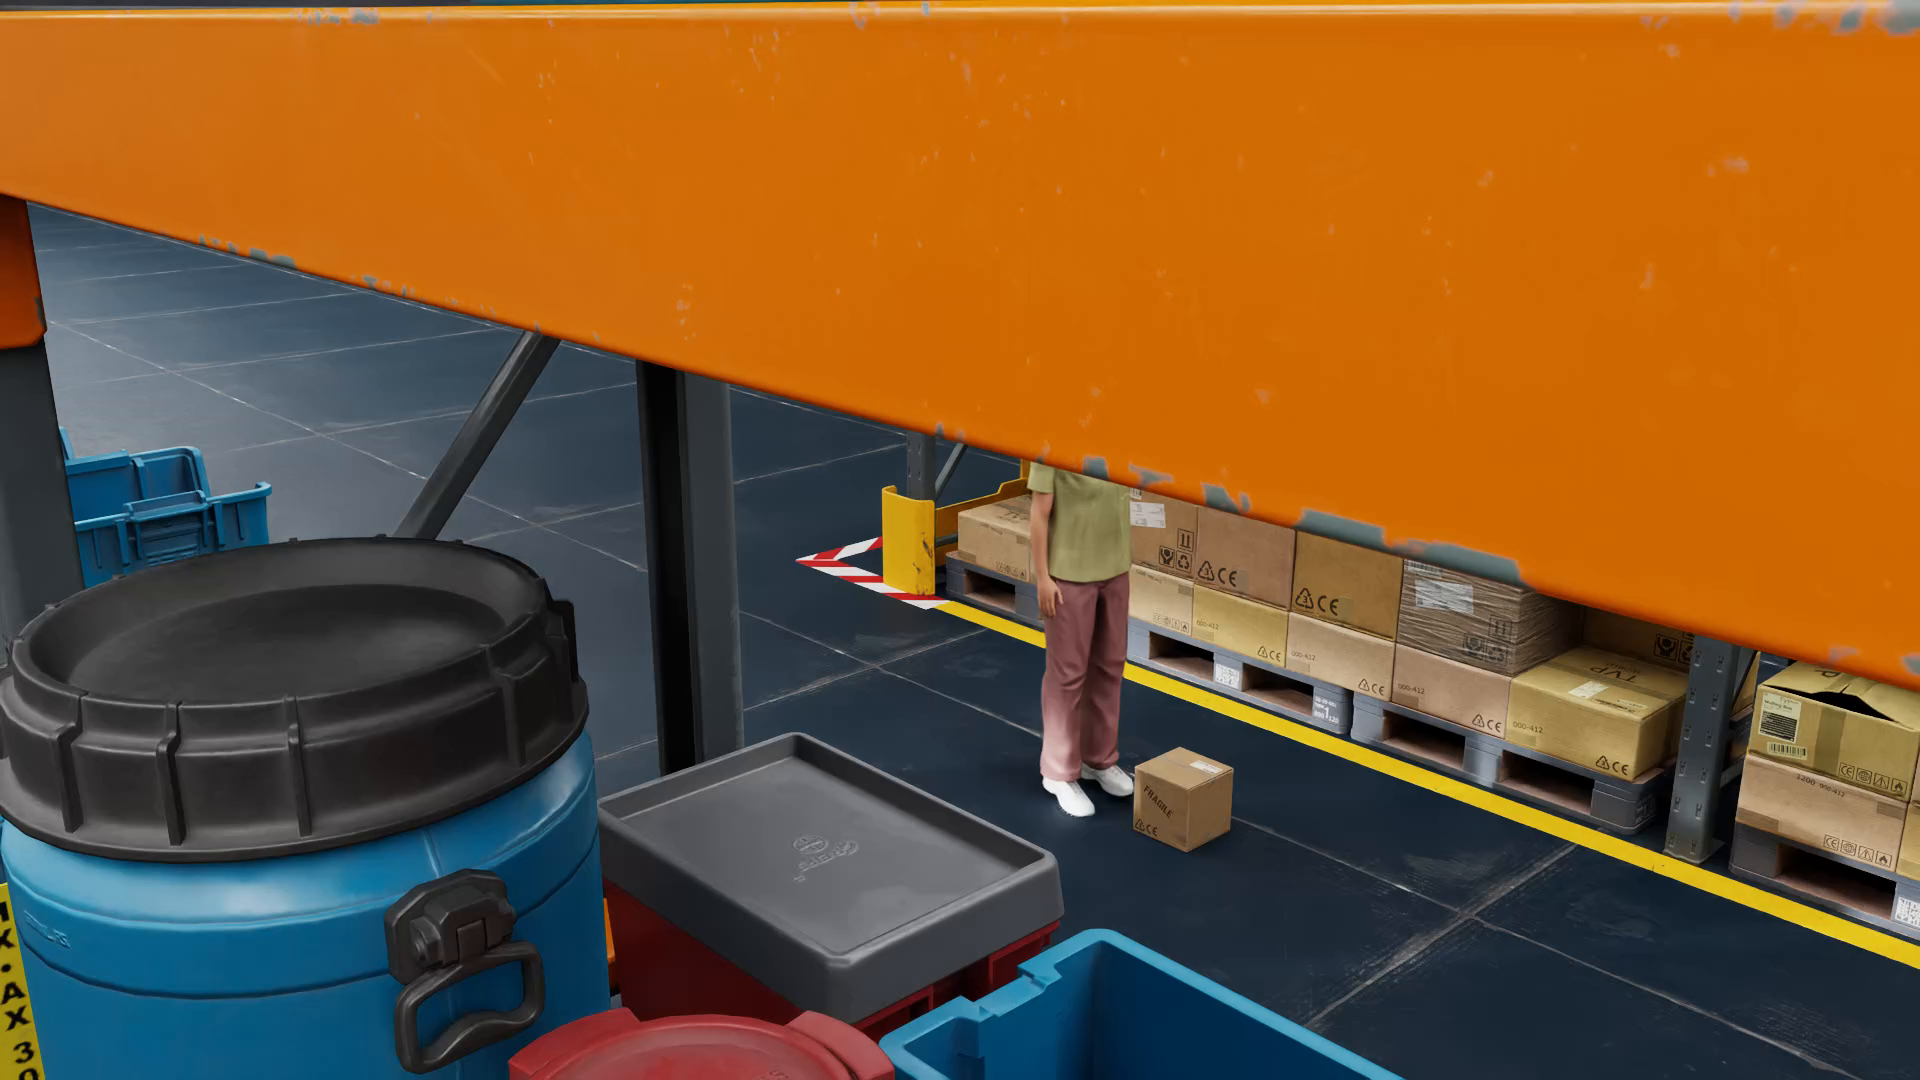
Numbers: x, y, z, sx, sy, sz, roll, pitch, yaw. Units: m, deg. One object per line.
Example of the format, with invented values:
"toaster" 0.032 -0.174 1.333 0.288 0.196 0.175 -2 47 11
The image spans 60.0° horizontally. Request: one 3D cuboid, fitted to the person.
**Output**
"person" 0.469 0.136 6.074 0.454 1.696 0.424 -13 22 -36
